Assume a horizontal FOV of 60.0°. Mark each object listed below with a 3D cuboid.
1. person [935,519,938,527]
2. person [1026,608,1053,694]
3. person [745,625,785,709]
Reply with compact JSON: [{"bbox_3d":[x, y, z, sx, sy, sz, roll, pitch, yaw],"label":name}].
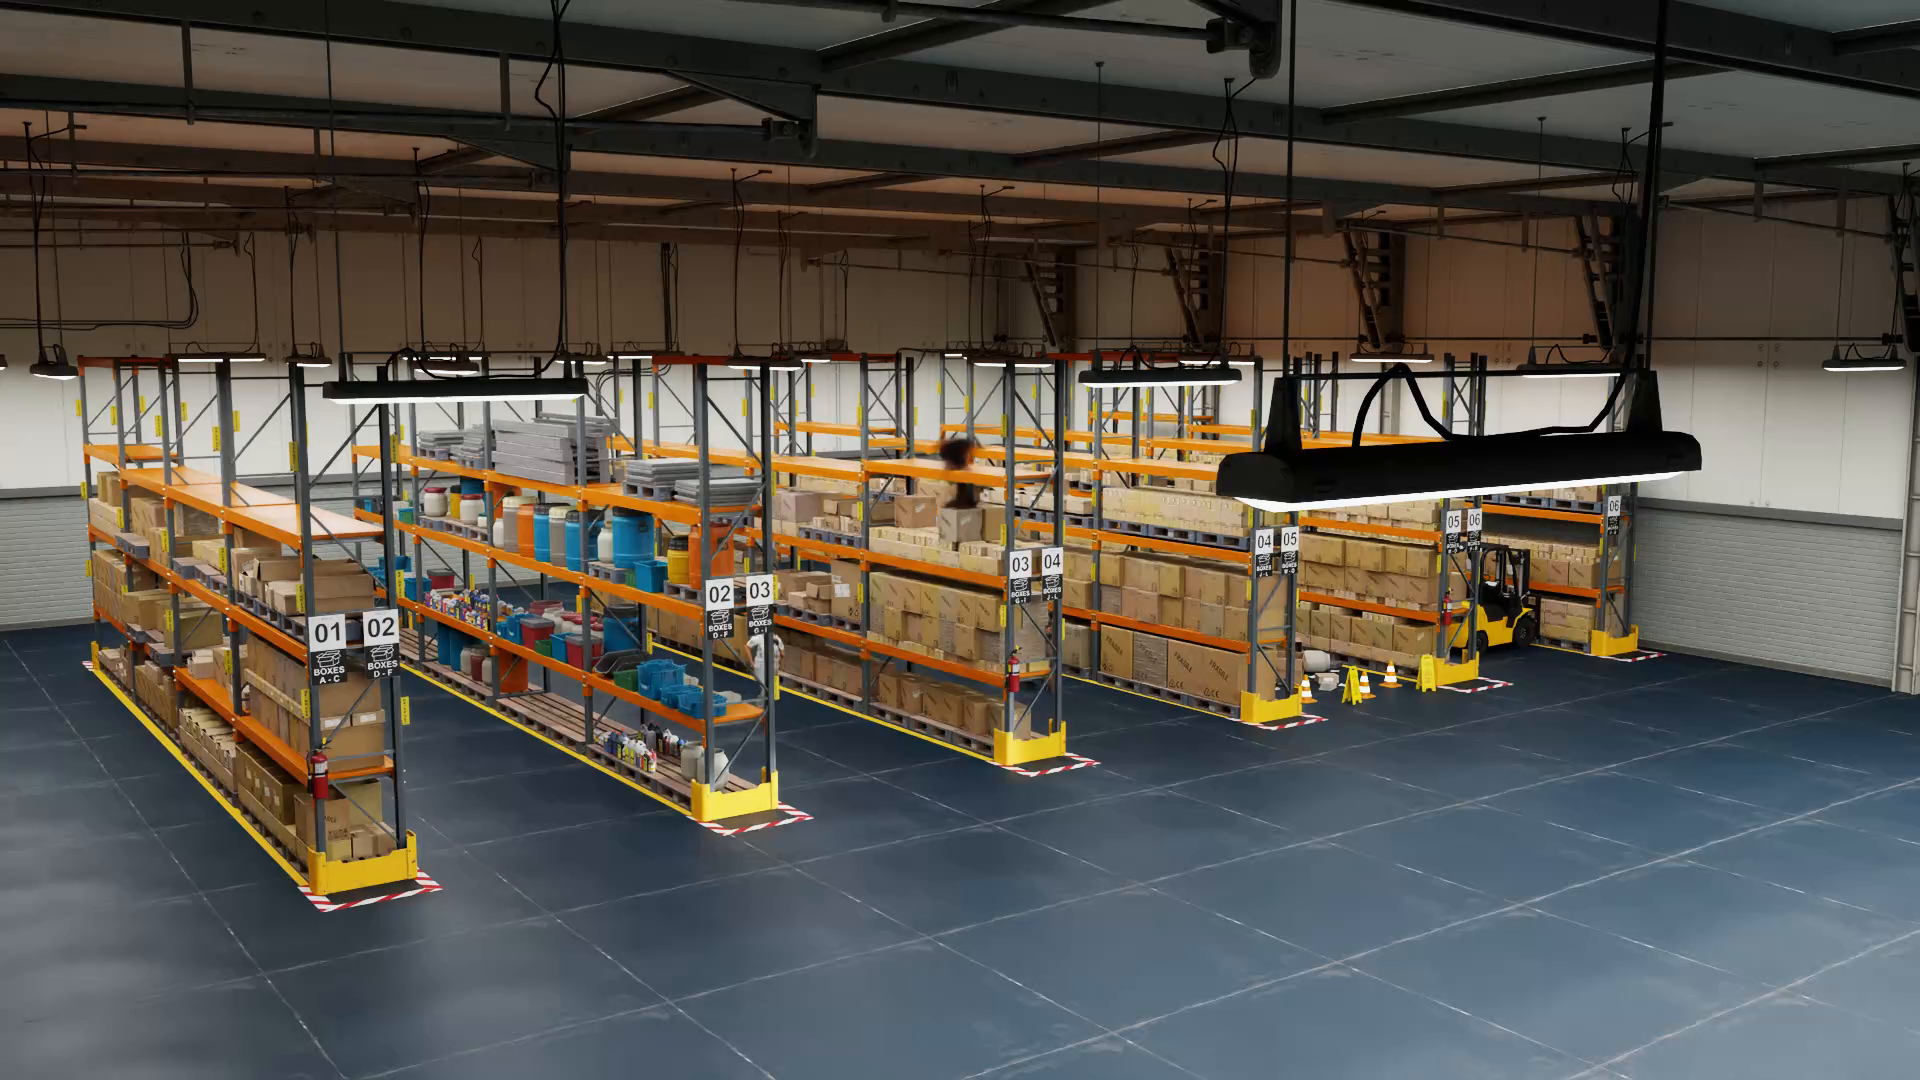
[{"bbox_3d":[-0.851,-0.045,45.801,0.606,1.647,0.893,5,9,37],"label":"person"},{"bbox_3d":[1.488,1.874,29.813,0.633,1.772,0.831,-4,8,-31],"label":"person"},{"bbox_3d":[-3.215,2.175,27.678,0.595,1.714,0.662,-5,9,-37],"label":"person"}]
